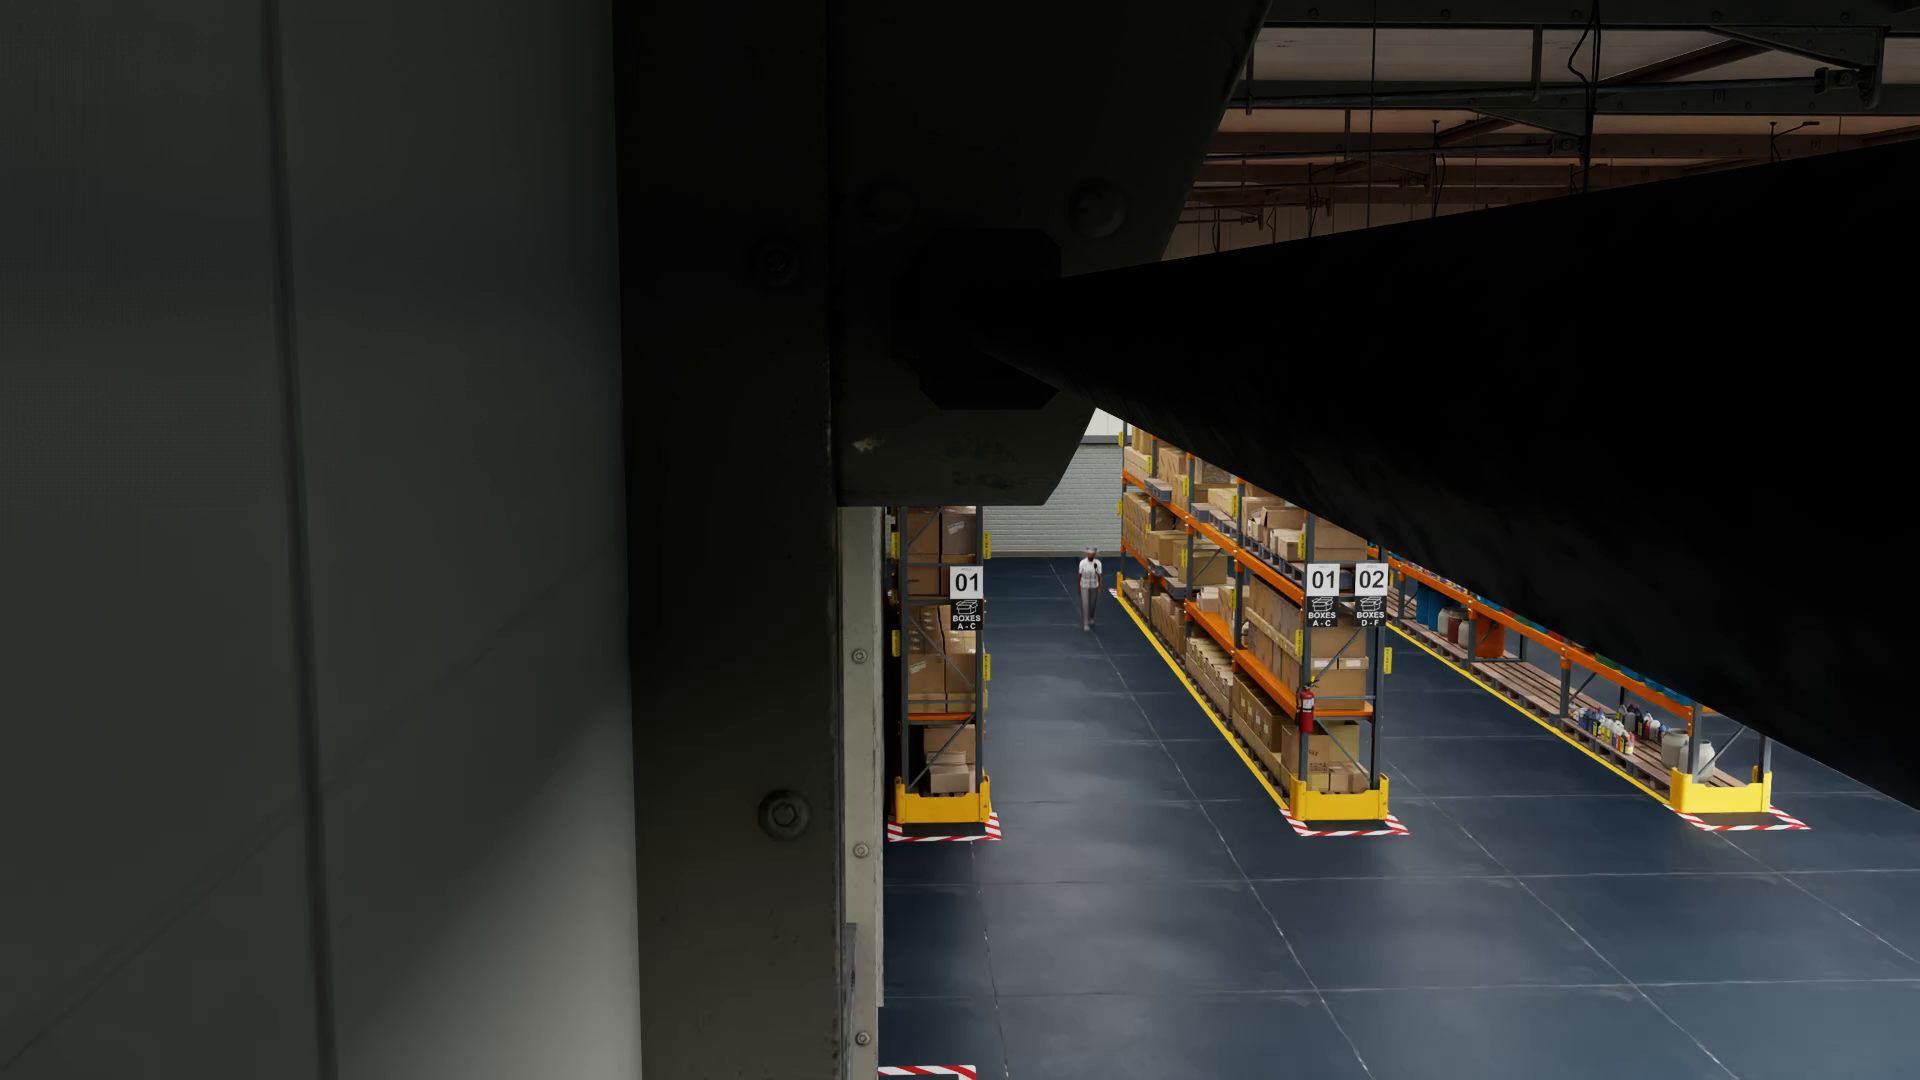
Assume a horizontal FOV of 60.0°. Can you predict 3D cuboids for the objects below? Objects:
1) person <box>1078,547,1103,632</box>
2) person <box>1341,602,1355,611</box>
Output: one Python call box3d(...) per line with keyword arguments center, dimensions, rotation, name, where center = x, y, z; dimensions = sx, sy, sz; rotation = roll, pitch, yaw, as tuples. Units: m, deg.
box3d(center=(2.558, 0.921, 32.637), dimensions=(0.469, 1.621, 1.021), rotation=(0, 8, -2), name="person")
box3d(center=(7.011, 1.214, 30.191), dimensions=(0.575, 1.717, 1.114), rotation=(-1, 8, -7), name="person")
